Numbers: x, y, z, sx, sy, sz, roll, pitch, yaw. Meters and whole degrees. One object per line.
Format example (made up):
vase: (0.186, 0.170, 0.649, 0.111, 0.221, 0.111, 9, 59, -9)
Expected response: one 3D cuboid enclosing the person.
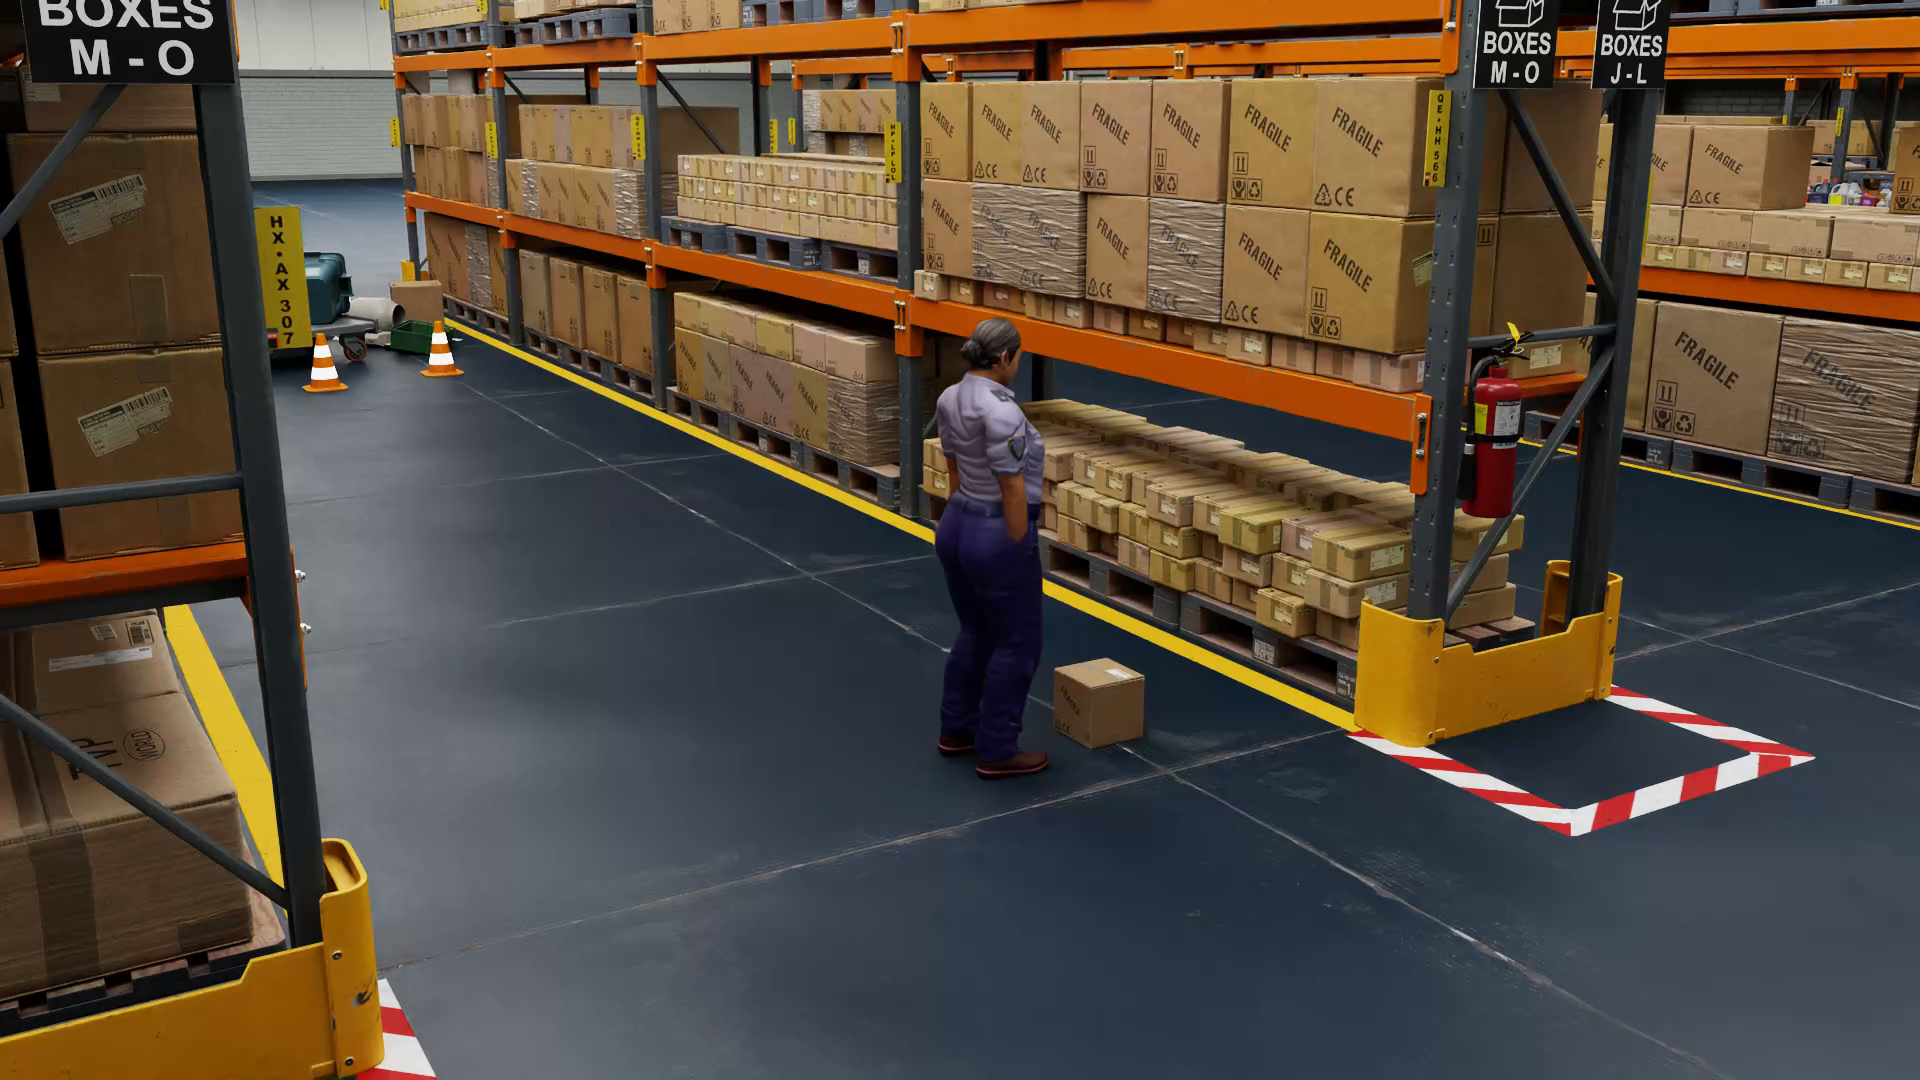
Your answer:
person: (0.102, 0.021, 5.998, 0.339, 1.640, 0.474, -8, 17, -29)
